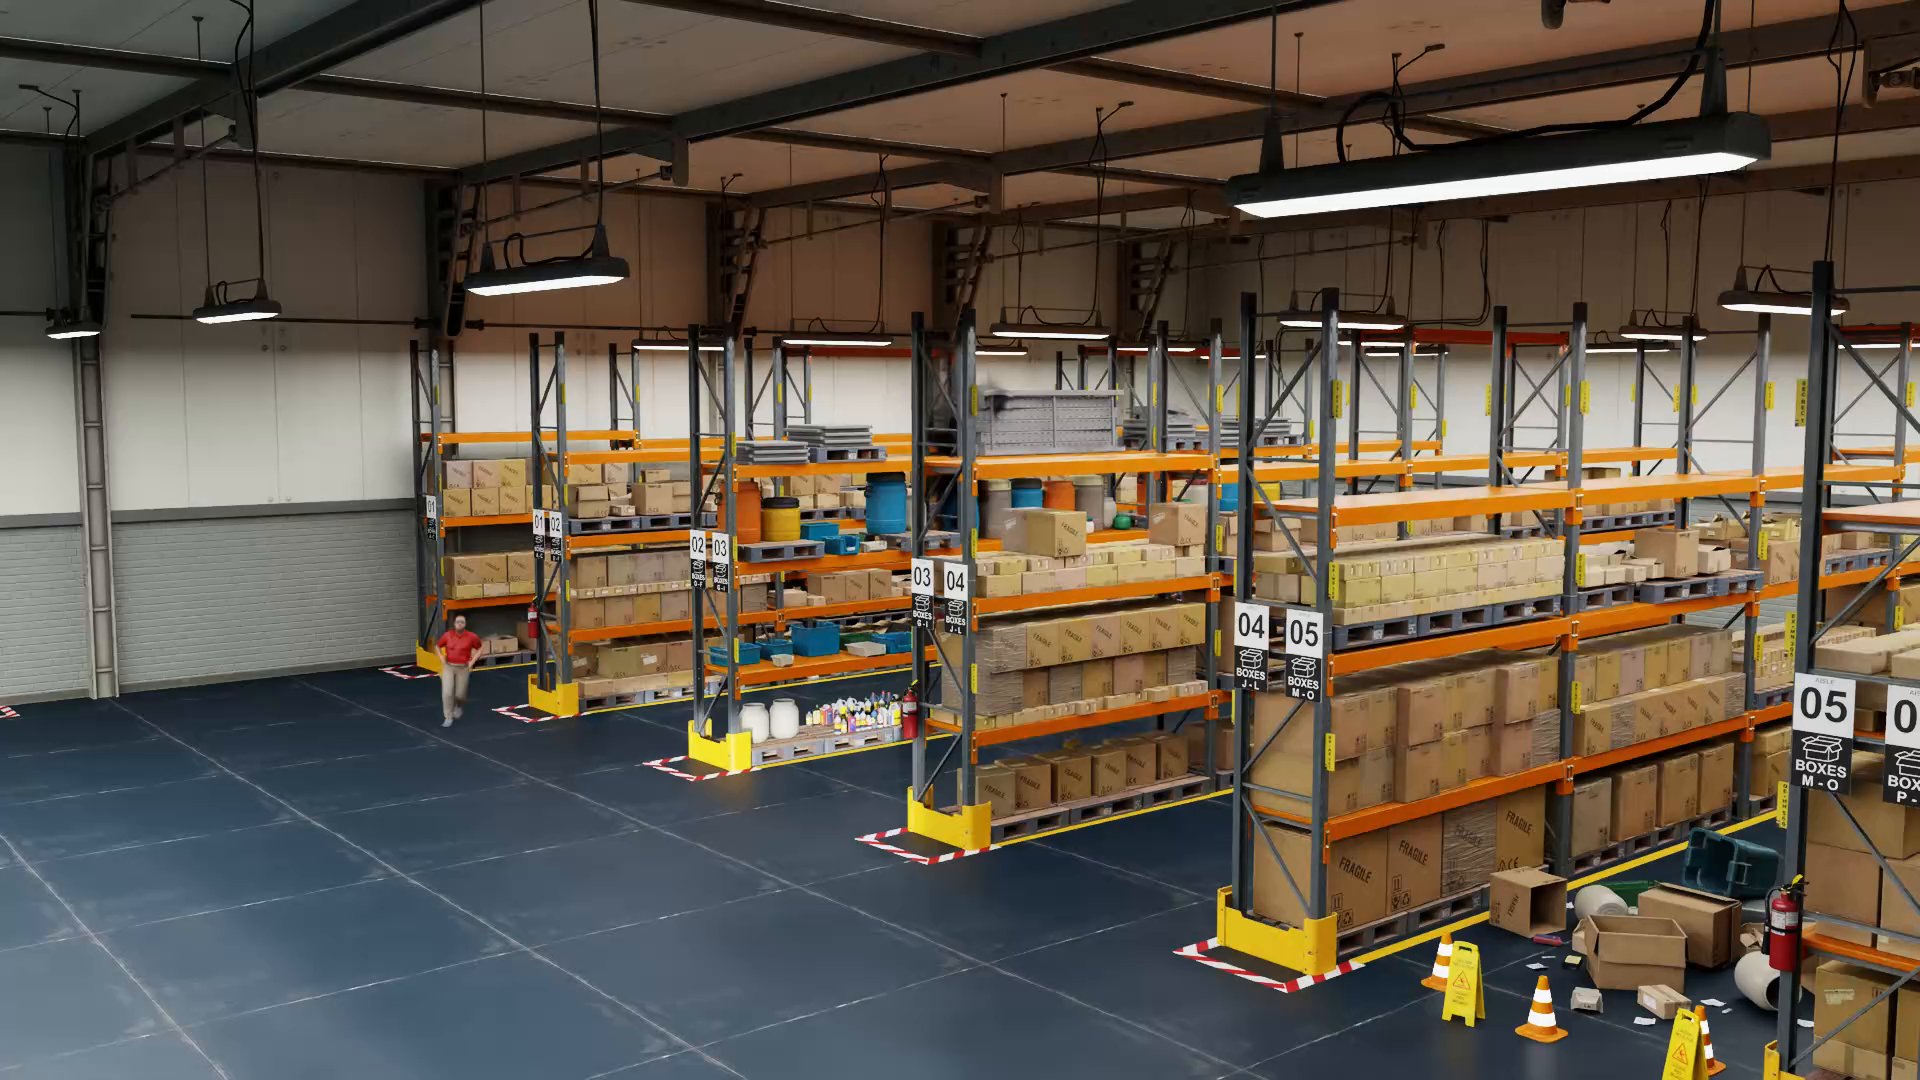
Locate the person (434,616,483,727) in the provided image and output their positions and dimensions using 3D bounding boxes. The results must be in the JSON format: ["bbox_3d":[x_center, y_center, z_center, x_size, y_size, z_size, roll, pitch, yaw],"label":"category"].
[{"bbox_3d":[-7.681,1.987,25.468,0.713,1.676,0.628,-1,5,-9],"label":"person"}]

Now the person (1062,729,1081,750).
[{"bbox_3d":[1.374,1.964,22.266,0.693,1.827,0.684,-4,7,-39],"label":"person"}]
